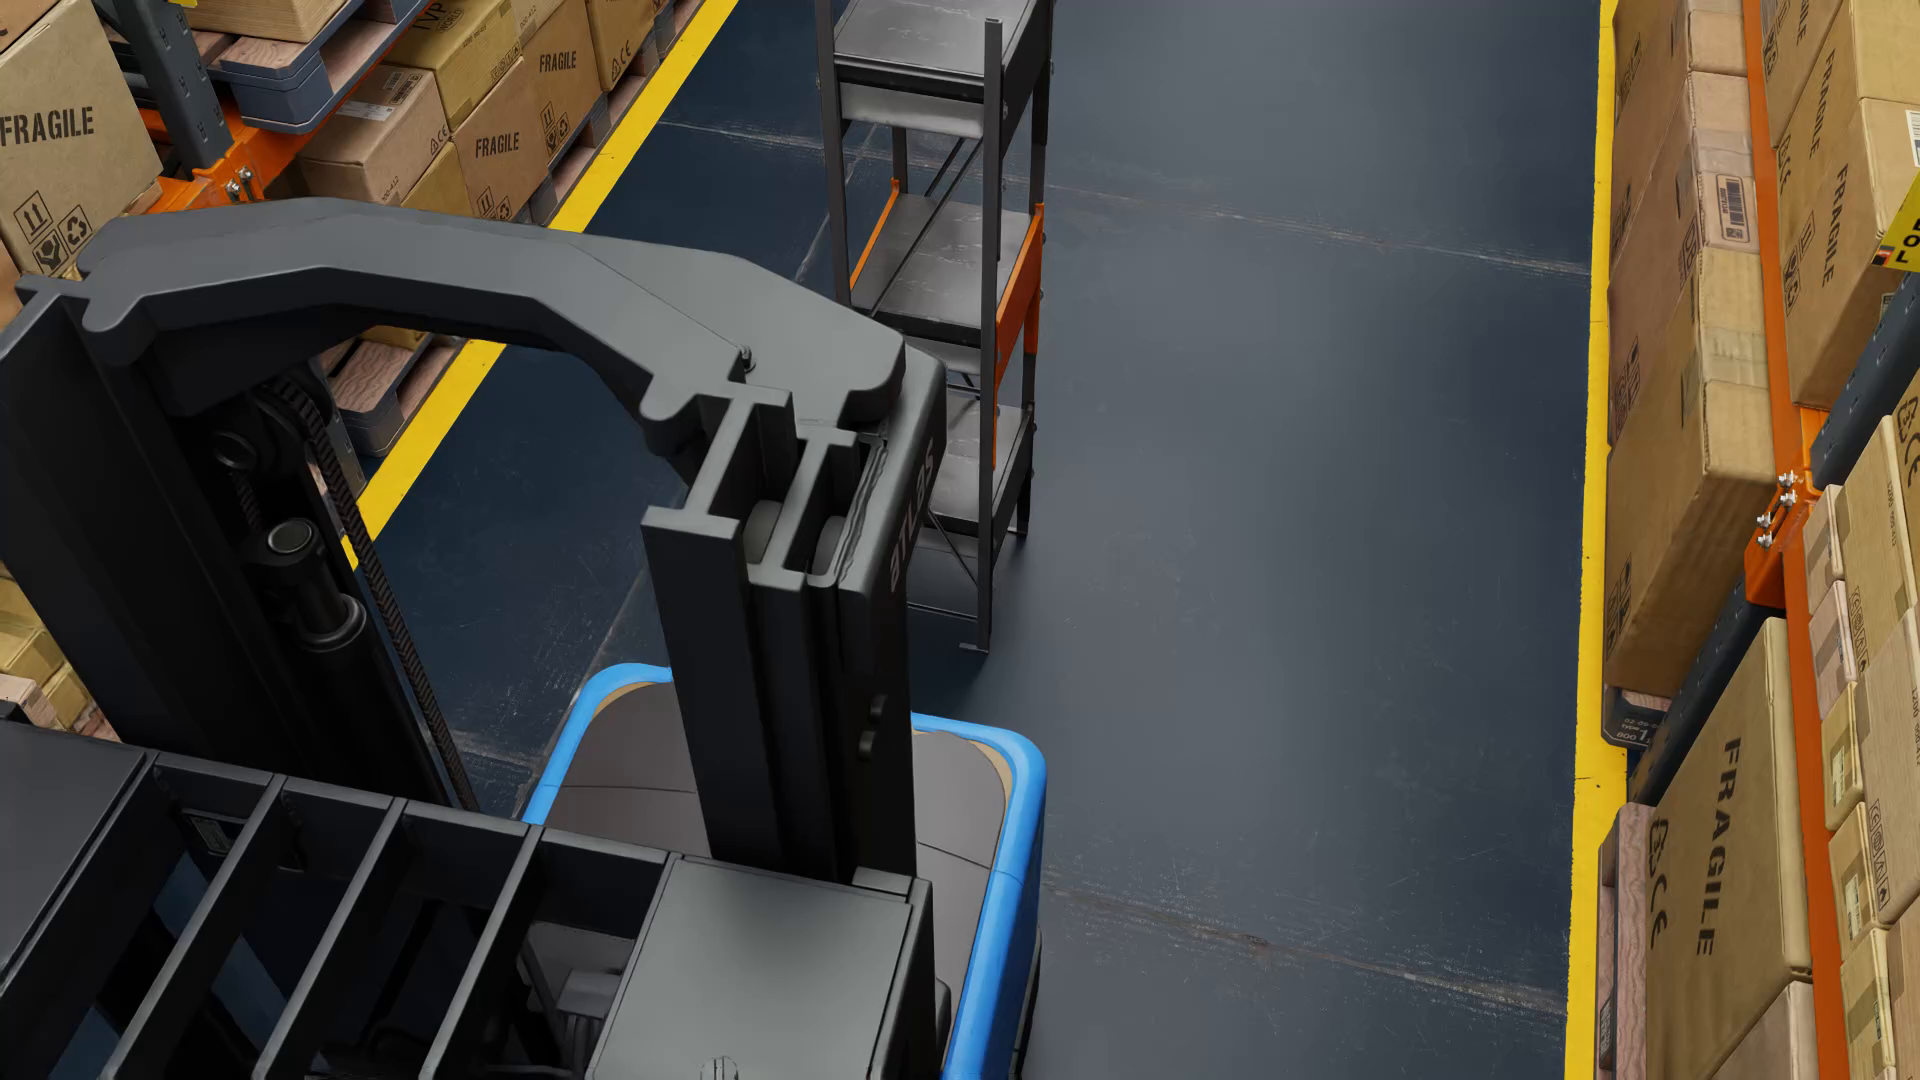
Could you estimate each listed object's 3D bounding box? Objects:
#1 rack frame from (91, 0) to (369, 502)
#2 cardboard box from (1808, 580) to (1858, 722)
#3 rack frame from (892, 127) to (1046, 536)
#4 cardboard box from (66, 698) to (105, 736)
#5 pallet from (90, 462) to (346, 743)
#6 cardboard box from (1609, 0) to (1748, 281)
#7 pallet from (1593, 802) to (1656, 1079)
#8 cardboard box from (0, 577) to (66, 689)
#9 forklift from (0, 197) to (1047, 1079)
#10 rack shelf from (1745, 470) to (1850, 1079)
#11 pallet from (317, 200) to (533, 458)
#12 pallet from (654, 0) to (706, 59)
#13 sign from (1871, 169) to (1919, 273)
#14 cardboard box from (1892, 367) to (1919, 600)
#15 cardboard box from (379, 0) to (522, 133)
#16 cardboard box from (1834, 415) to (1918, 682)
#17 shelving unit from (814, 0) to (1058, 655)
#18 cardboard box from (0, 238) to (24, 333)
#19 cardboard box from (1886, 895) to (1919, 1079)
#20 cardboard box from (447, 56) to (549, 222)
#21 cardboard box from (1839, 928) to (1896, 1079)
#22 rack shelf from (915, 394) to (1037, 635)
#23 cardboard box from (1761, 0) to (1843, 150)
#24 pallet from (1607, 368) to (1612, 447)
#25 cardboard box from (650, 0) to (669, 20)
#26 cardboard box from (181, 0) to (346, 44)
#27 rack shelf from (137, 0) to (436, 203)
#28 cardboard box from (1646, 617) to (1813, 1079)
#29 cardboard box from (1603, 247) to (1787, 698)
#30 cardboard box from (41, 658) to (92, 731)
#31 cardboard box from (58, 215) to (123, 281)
[{"bbox_3d":[-2.422,-1.227,4.332,1.000,3.000,0.127,12,50,10],"label":"rack frame"},{"bbox_3d":[1.868,0.246,3.199,0.380,0.149,0.250,10,49,9],"label":"cardboard box"},{"bbox_3d":[0.021,-0.752,4.513,0.400,2.100,0.015,12,50,10],"label":"rack frame"},{"bbox_3d":[-2.540,0.470,4.456,0.380,0.149,0.250,10,49,9],"label":"cardboard box"},{"bbox_3d":[-2.565,0.189,4.943,1.003,0.211,1.213,12,50,10],"label":"pallet"},{"bbox_3d":[2.945,-1.366,5.592,1.225,0.875,0.875,12,50,10],"label":"cardboard box"},{"bbox_3d":[2.061,1.282,3.978,1.003,0.211,1.213,12,50,10],"label":"pallet"},{"bbox_3d":[-2.496,0.236,4.266,0.380,0.149,0.250,13,50,11],"label":"cardboard box"},{"bbox_3d":[-0.621,1.173,2.302,1.129,2.867,3.031,9,49,8],"label":"forklift"},{"bbox_3d":[1.810,1.510,2.397,1.077,0.370,4.000,12,50,10],"label":"rack shelf"},{"bbox_3d":[-2.219,-0.868,5.875,1.003,0.211,1.213,12,50,10],"label":"pallet"},{"bbox_3d":[-1.577,-2.633,7.433,1.003,0.211,1.213,12,50,10],"label":"pallet"},{"bbox_3d":[1.810,-0.632,3.088,0.100,0.325,0.005,12,50,10],"label":"sign"},{"bbox_3d":[1.963,-0.176,2.806,0.500,0.500,0.500,12,50,10],"label":"cardboard box"},{"bbox_3d":[-1.835,-1.655,5.597,0.500,0.250,0.500,13,50,11],"label":"cardboard box"},{"bbox_3d":[1.960,0.064,3.094,0.500,0.250,0.500,11,49,9],"label":"cardboard box"},{"bbox_3d":[-0.044,-0.575,4.357,0.431,2.100,0.503,12,50,10],"label":"shelving unit"},{"bbox_3d":[-2.415,-0.577,3.494,0.500,0.500,0.500,10,49,9],"label":"cardboard box"},{"bbox_3d":[1.693,0.799,2.446,0.500,0.250,0.500,13,50,11],"label":"cardboard box"},{"bbox_3d":[-1.834,-1.404,5.875,0.500,0.500,0.500,14,50,12],"label":"cardboard box"},{"bbox_3d":[1.665,0.813,2.700,0.380,0.149,0.250,11,49,10],"label":"cardboard box"},{"bbox_3d":[-0.044,-0.103,4.892,0.431,0.518,0.480,12,50,10],"label":"rack shelf"},{"bbox_3d":[2.463,-1.336,4.362,0.500,0.500,0.500,11,49,10],"label":"cardboard box"},{"bbox_3d":[2.786,-0.711,5.736,1.003,0.211,1.213,12,50,10],"label":"pallet"},{"bbox_3d":[-1.431,-2.530,6.869,0.500,0.500,0.500,13,50,12],"label":"cardboard box"},{"bbox_3d":[-1.875,-1.477,4.440,0.380,0.149,0.250,9,49,8],"label":"cardboard box"},{"bbox_3d":[-1.896,-2.435,5.879,1.077,0.370,4.000,12,50,10],"label":"rack shelf"},{"bbox_3d":[2.085,0.851,3.636,0.875,0.875,0.875,12,50,10],"label":"cardboard box"},{"bbox_3d":[2.485,-0.078,4.455,1.225,0.875,0.875,12,50,10],"label":"cardboard box"},{"bbox_3d":[-2.472,0.327,4.384,0.380,0.149,0.250,12,50,10],"label":"cardboard box"},{"bbox_3d":[-2.234,-0.683,4.020,0.380,0.149,0.250,10,49,9],"label":"cardboard box"}]
